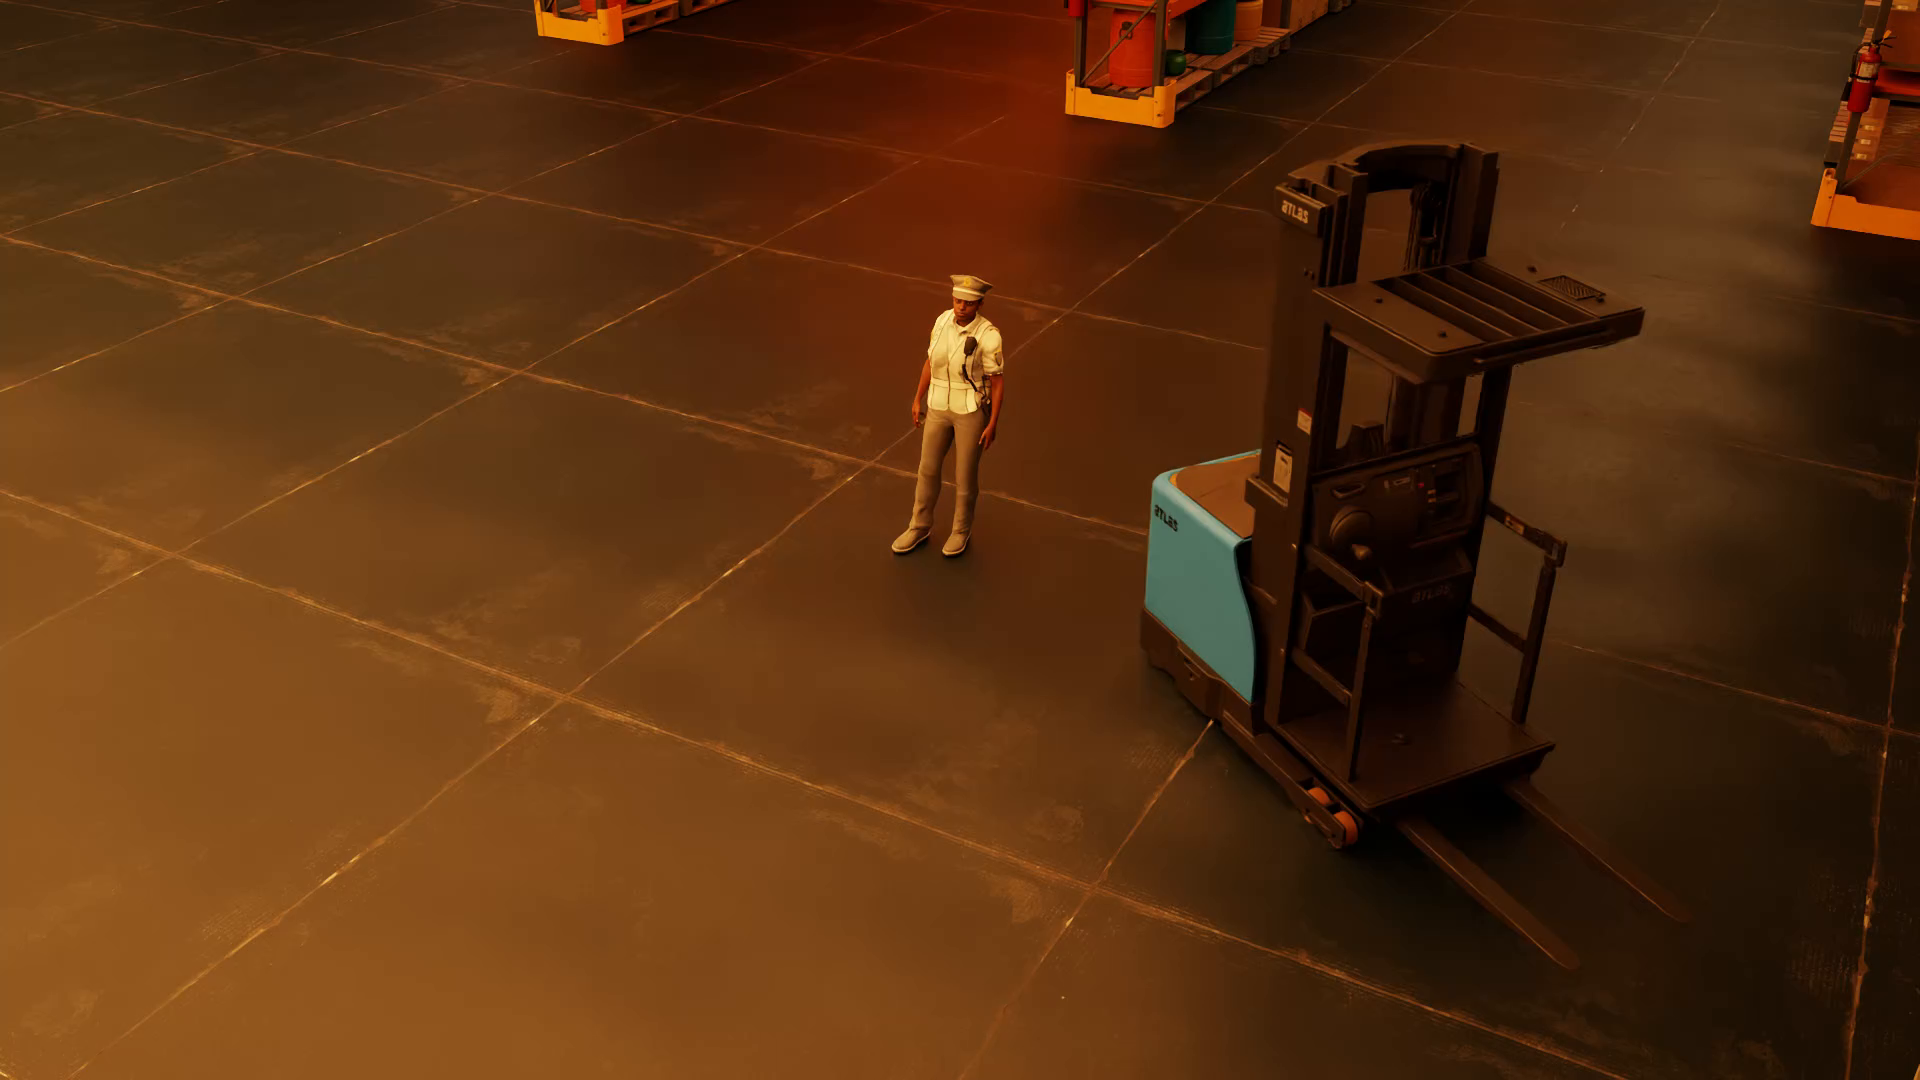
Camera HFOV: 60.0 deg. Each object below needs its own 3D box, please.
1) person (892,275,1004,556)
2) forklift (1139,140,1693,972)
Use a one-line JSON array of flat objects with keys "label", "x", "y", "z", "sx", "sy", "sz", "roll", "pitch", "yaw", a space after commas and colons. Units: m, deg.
[{"label": "person", "x": -0.054, "y": -0.712, "z": 9.528, "sx": 0.569, "sy": 1.695, "sz": 0.530, "roll": 15, "pitch": 33, "yaw": 25}, {"label": "forklift", "x": 2.059, "y": -0.119, "z": 7.277, "sx": 1.130, "sy": 2.935, "sz": 3.031, "roll": -14, "pitch": 33, "yaw": -22}]
